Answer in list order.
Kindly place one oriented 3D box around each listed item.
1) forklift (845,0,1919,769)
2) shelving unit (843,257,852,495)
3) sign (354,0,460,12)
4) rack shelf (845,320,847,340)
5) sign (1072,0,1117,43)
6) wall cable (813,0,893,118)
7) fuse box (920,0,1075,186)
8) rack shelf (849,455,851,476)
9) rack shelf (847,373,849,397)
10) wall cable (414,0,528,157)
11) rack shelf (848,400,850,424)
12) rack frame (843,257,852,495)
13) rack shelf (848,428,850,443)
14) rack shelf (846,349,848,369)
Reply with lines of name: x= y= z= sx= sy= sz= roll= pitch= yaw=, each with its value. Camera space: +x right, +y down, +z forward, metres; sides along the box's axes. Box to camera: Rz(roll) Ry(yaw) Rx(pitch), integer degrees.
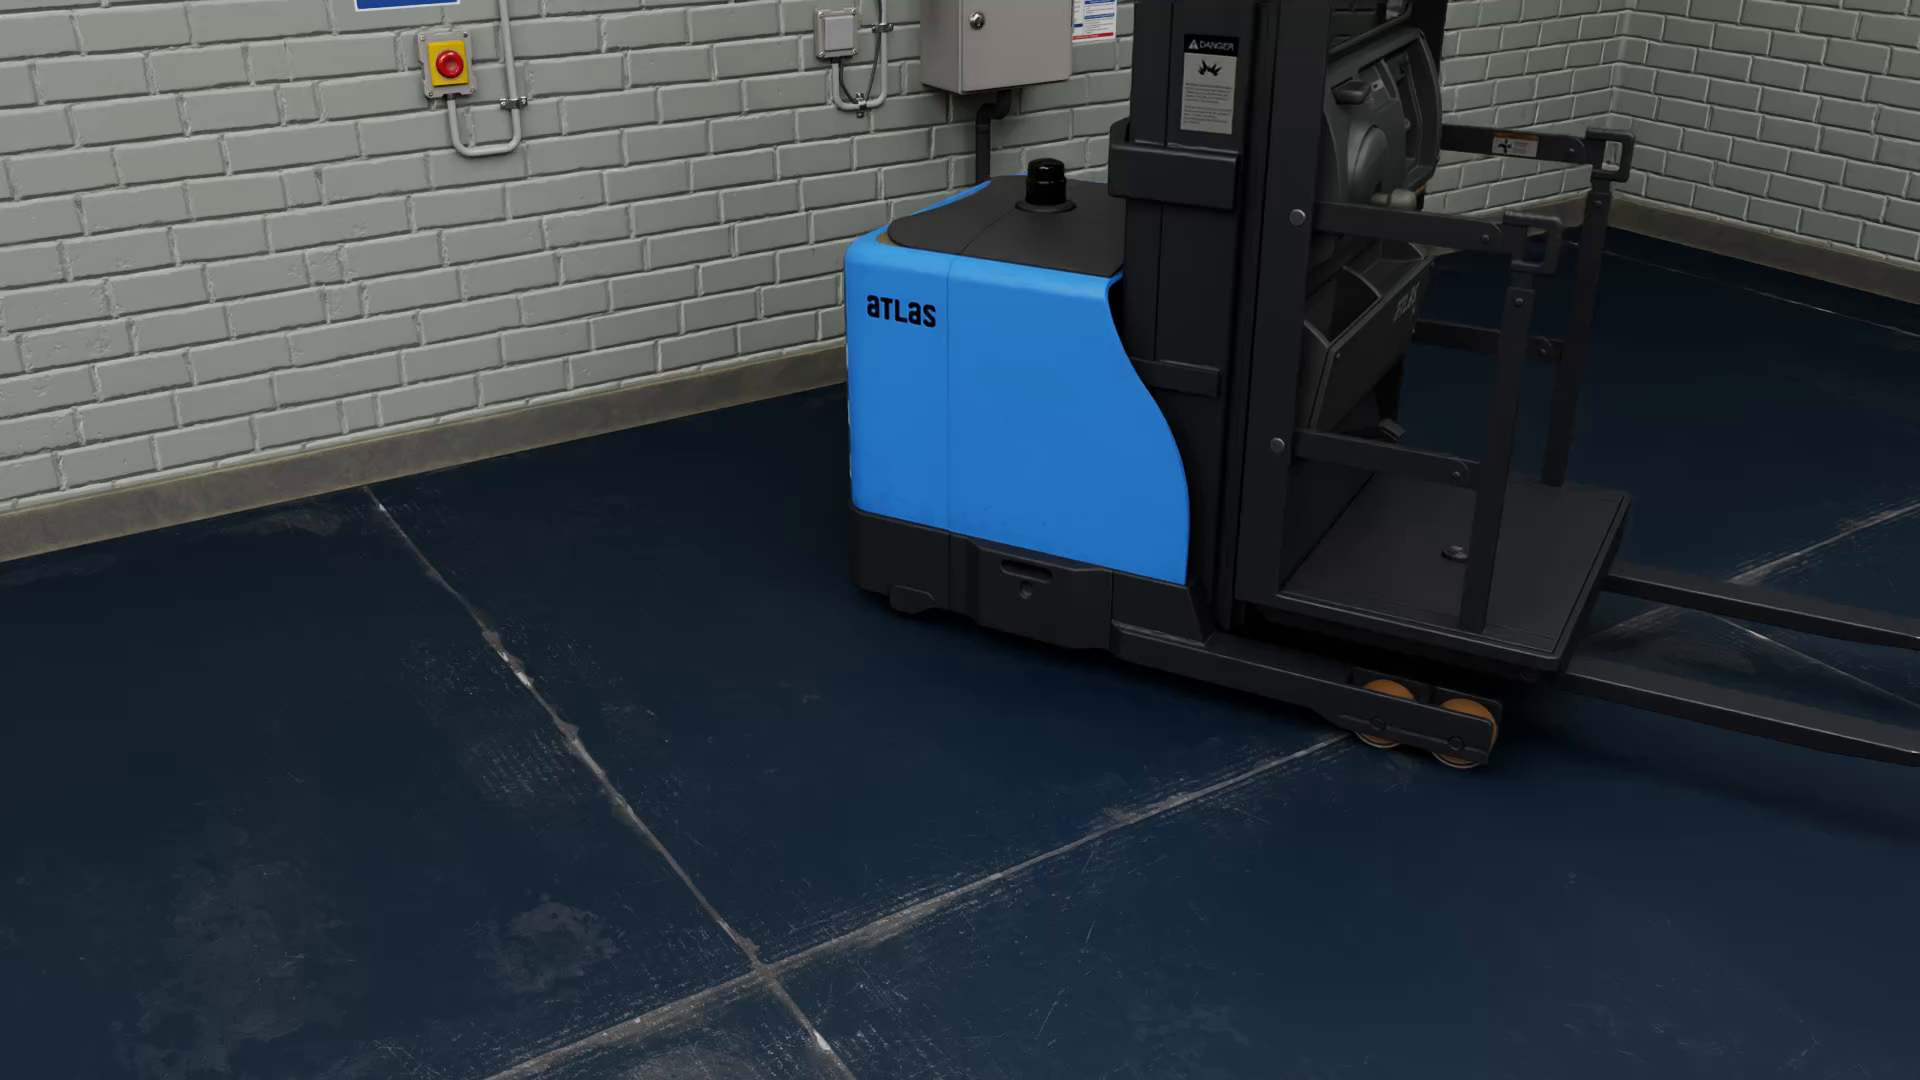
forklift: x=1.219 y=-1.026 z=3.990 sx=3.031 sy=2.935 sz=1.130 roll=13 pitch=28 yaw=26
shelving unit: x=-0.195 y=-0.448 z=5.145 sx=0.210 sy=0.900 sz=0.258 roll=13 pitch=28 yaw=26
sign: x=-1.724 y=-1.763 z=5.153 sx=0.327 sy=0.218 sz=0.001 roll=-16 pitch=29 yaw=-30
rack shelf: x=-0.195 y=-0.662 z=5.044 sx=0.200 sy=0.077 sz=0.258 roll=13 pitch=28 yaw=26
sign: x=0.491 y=-2.213 z=6.536 sx=0.329 sy=0.494 sz=0.001 roll=-16 pitch=29 yaw=-30
wall cable: x=-0.468 y=-2.424 z=5.681 sx=0.588 sy=1.984 sz=0.122 roll=-16 pitch=29 yaw=-30
fuse box: x=0.190 y=-1.484 z=6.390 sx=0.539 sy=1.711 sz=0.414 roll=-16 pitch=29 yaw=-30
rack shelf: x=-0.195 y=-0.255 z=5.236 sx=0.200 sy=0.077 sz=0.258 roll=13 pitch=28 yaw=26
rack shelf: x=-0.195 y=-0.499 z=5.121 sx=0.200 sy=0.077 sz=0.258 roll=13 pitch=28 yaw=26
wall cable: x=-1.650 y=-2.103 z=4.965 sx=0.585 sy=1.953 sz=0.123 roll=-16 pitch=29 yaw=-30
rack shelf: x=-0.195 y=-0.418 z=5.159 sx=0.200 sy=0.077 sz=0.258 roll=13 pitch=28 yaw=26
rack frame: x=-0.285 y=-0.469 z=5.189 sx=0.006 sy=0.900 sz=0.240 roll=13 pitch=28 yaw=26
rack shelf: x=-0.195 y=-0.337 z=5.198 sx=0.200 sy=0.077 sz=0.258 roll=13 pitch=28 yaw=26
rack shelf: x=-0.195 y=-0.581 z=5.083 sx=0.200 sy=0.077 sz=0.258 roll=13 pitch=28 yaw=26
